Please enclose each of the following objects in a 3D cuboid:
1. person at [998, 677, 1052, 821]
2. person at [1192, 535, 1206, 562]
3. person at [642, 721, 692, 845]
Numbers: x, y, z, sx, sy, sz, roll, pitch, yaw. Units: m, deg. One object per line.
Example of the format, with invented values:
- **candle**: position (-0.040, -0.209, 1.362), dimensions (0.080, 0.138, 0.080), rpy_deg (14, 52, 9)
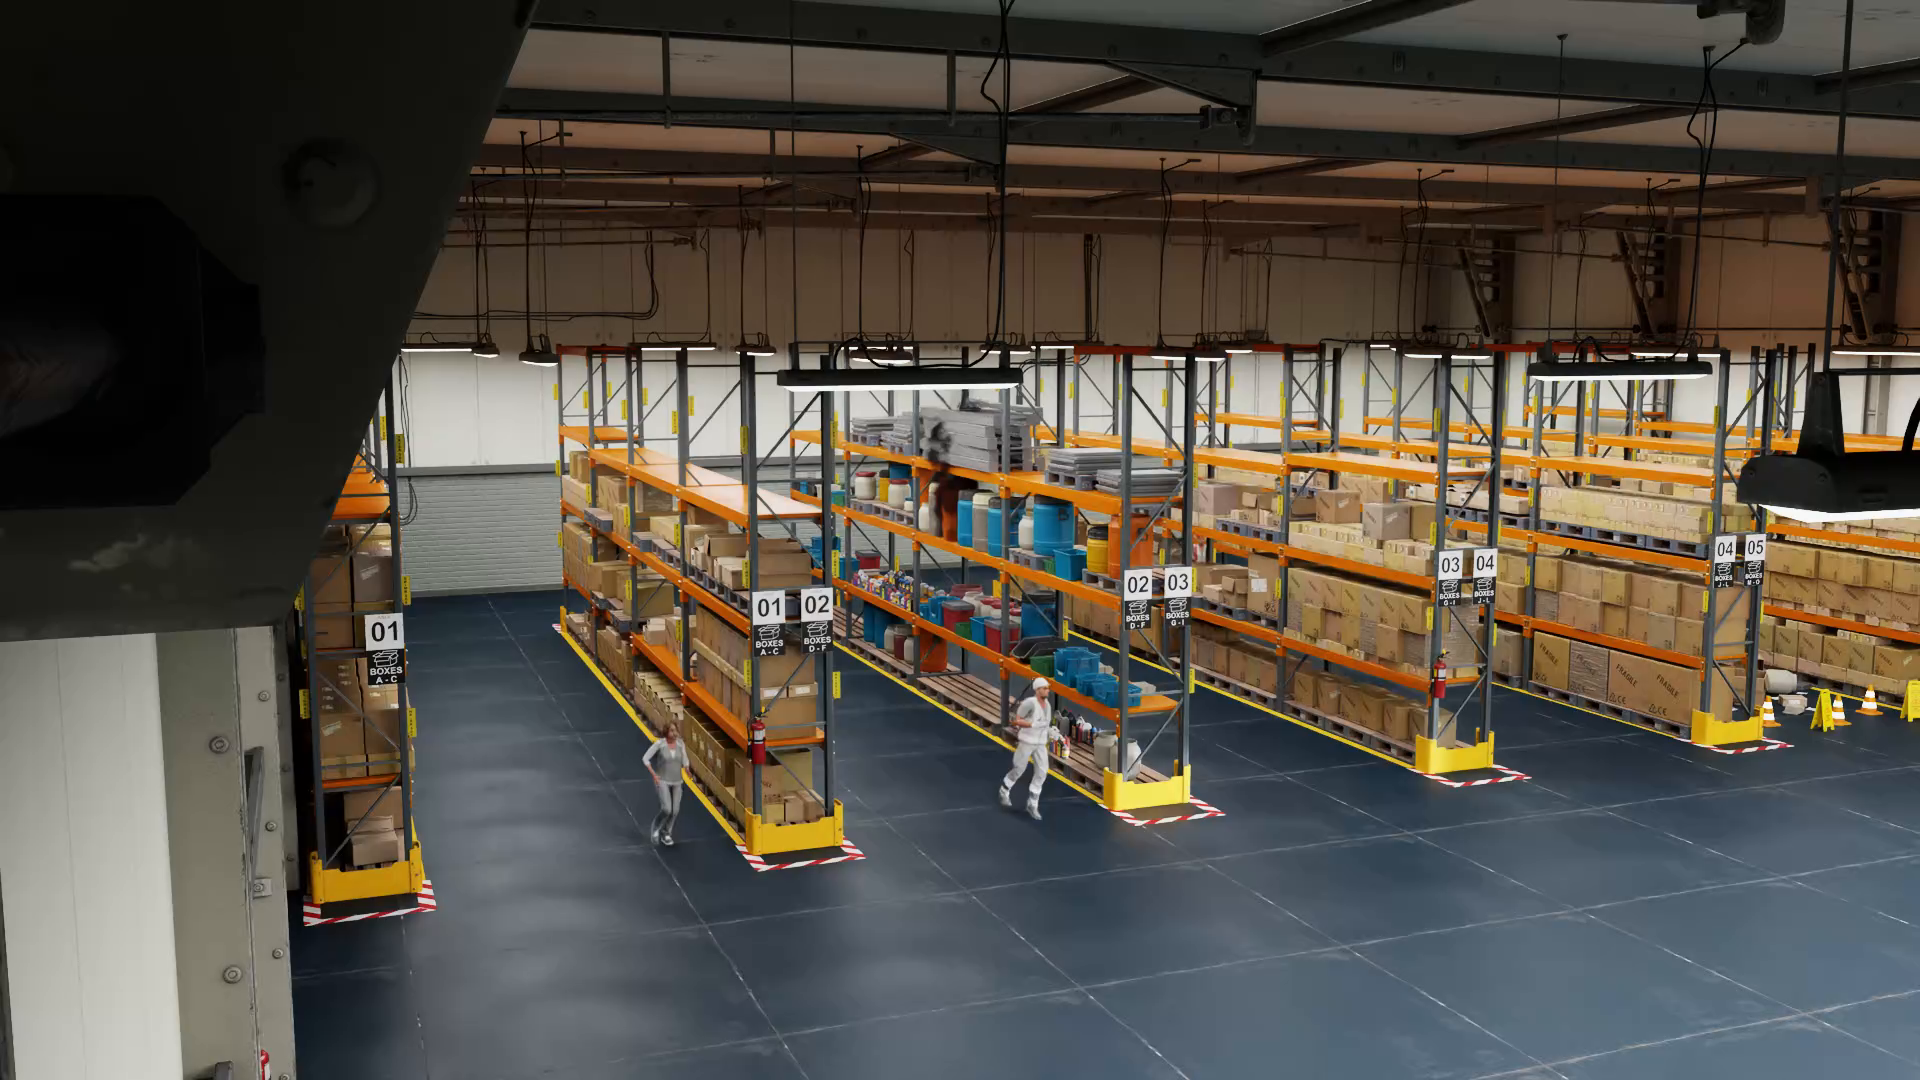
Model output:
- **person**: position (0.969, 2.687, 21.836), dimensions (0.668, 1.791, 0.851), rpy_deg (-5, 9, -34)
- **person**: position (5.396, 0.745, 37.148), dimensions (0.616, 1.851, 0.779), rpy_deg (-2, 7, -14)
- **person**: position (-3.534, 2.984, 20.300), dimensions (0.544, 1.558, 0.575), rpy_deg (-5, 9, -33)
